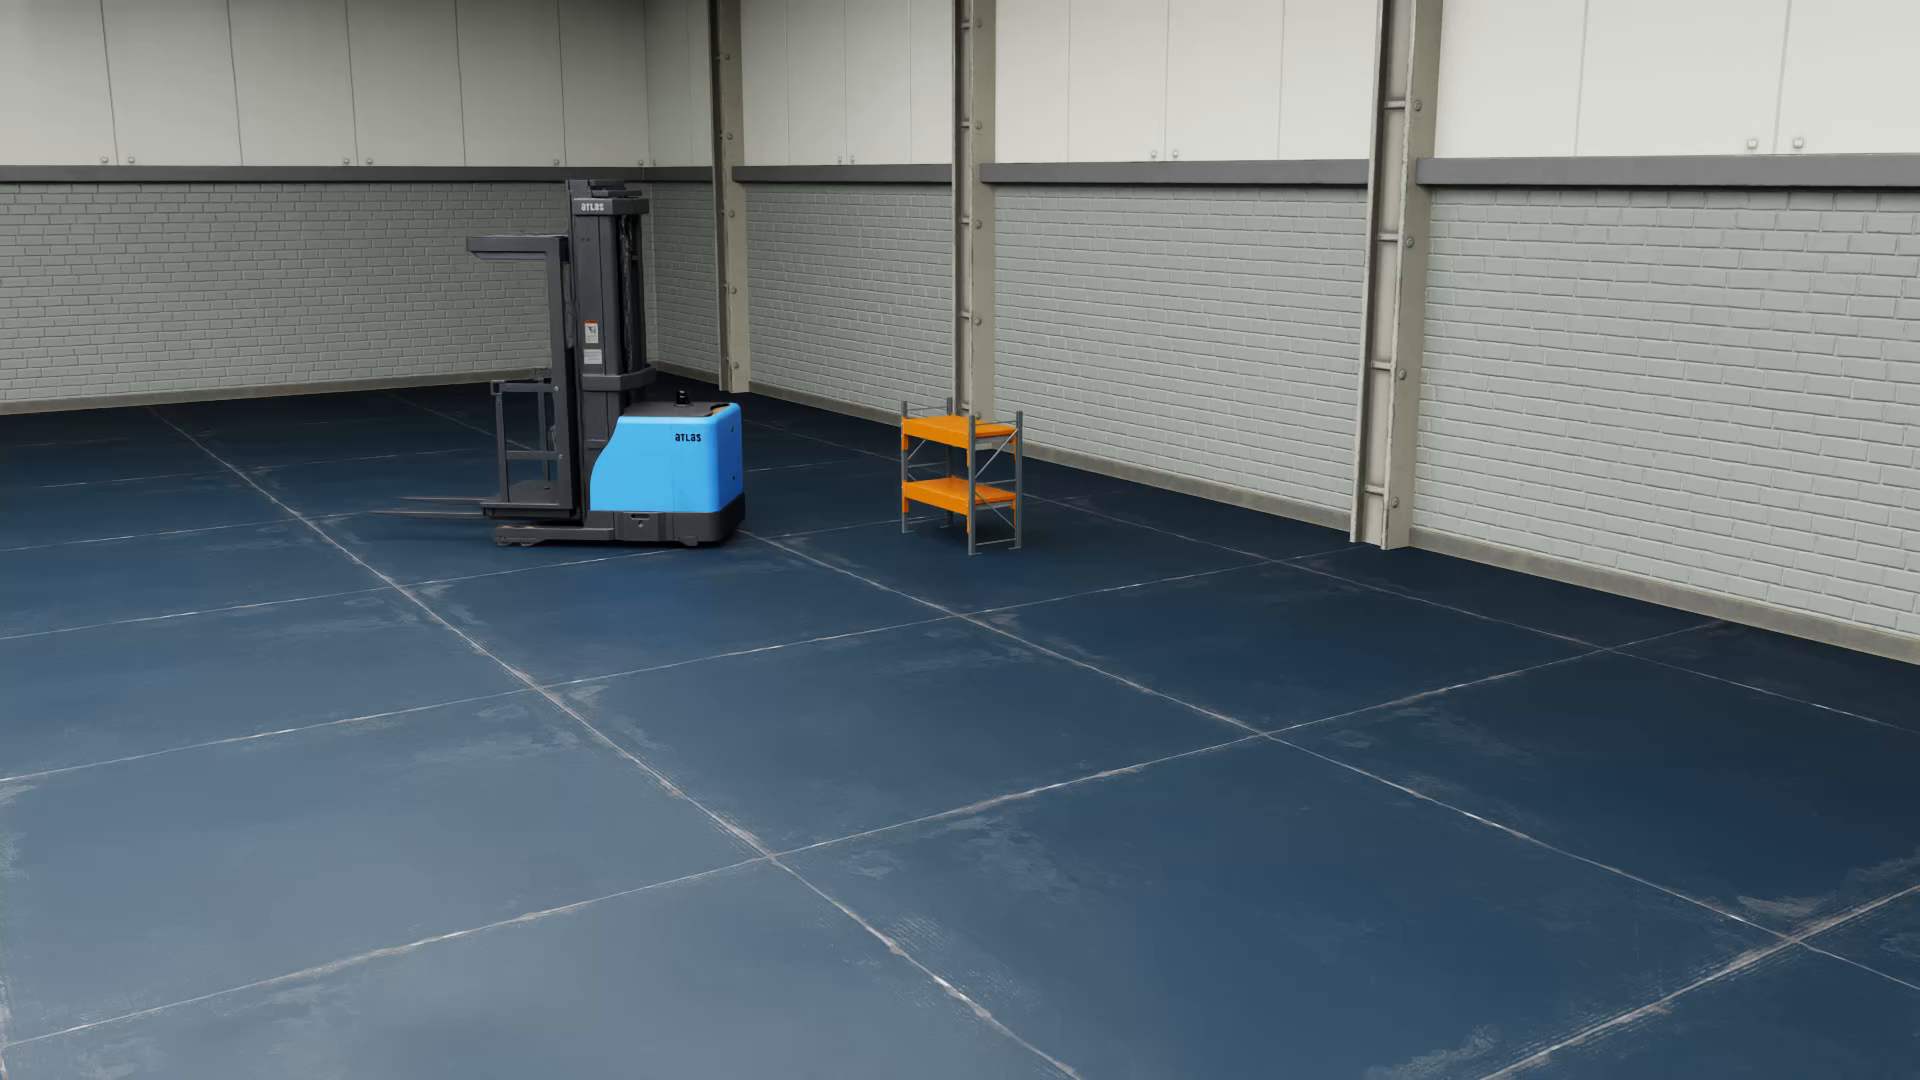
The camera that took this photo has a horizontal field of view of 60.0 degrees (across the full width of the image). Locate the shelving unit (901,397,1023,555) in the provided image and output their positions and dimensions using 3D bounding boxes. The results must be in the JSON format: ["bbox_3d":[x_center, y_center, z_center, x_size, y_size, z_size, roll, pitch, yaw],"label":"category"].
[{"bbox_3d":[0.004,-0.548,13.736,0.538,1.125,1.048,-8,15,-33],"label":"shelving unit"}]

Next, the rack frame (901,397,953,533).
[{"bbox_3d":[-0.278,-0.639,14.150,0.500,1.125,0.032,-8,15,-33],"label":"rack frame"}]

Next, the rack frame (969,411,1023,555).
[{"bbox_3d":[0.285,-0.458,13.323,0.500,1.125,0.032,-8,15,-33],"label":"rack frame"}]

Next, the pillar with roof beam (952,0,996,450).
[{"bbox_3d":[-3.437,-4.926,15.325,9.100,9.000,0.400,-8,15,-33],"label":"pillar with roof beam"}]

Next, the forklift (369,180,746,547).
[{"bbox_3d":[-3.404,-1.488,13.806,3.031,2.935,1.130,1,12,5],"label":"forklift"}]

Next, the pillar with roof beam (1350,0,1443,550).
[{"bbox_3d":[-0.113,-3.859,10.445,9.100,9.000,0.400,-8,15,-33],"label":"pillar with roof beam"}]

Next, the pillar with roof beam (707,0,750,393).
[{"bbox_3d":[-6.762,-5.993,20.205,9.100,9.000,0.400,-8,15,-33],"label":"pillar with roof beam"}]

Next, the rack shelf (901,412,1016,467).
[{"bbox_3d":[0.004,-0.834,13.674,0.538,0.278,1.000,-8,15,-33],"label":"rack shelf"}]

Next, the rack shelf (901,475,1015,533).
[{"bbox_3d":[0.004,-0.309,13.788,0.538,0.278,1.000,-8,15,-33],"label":"rack shelf"}]
